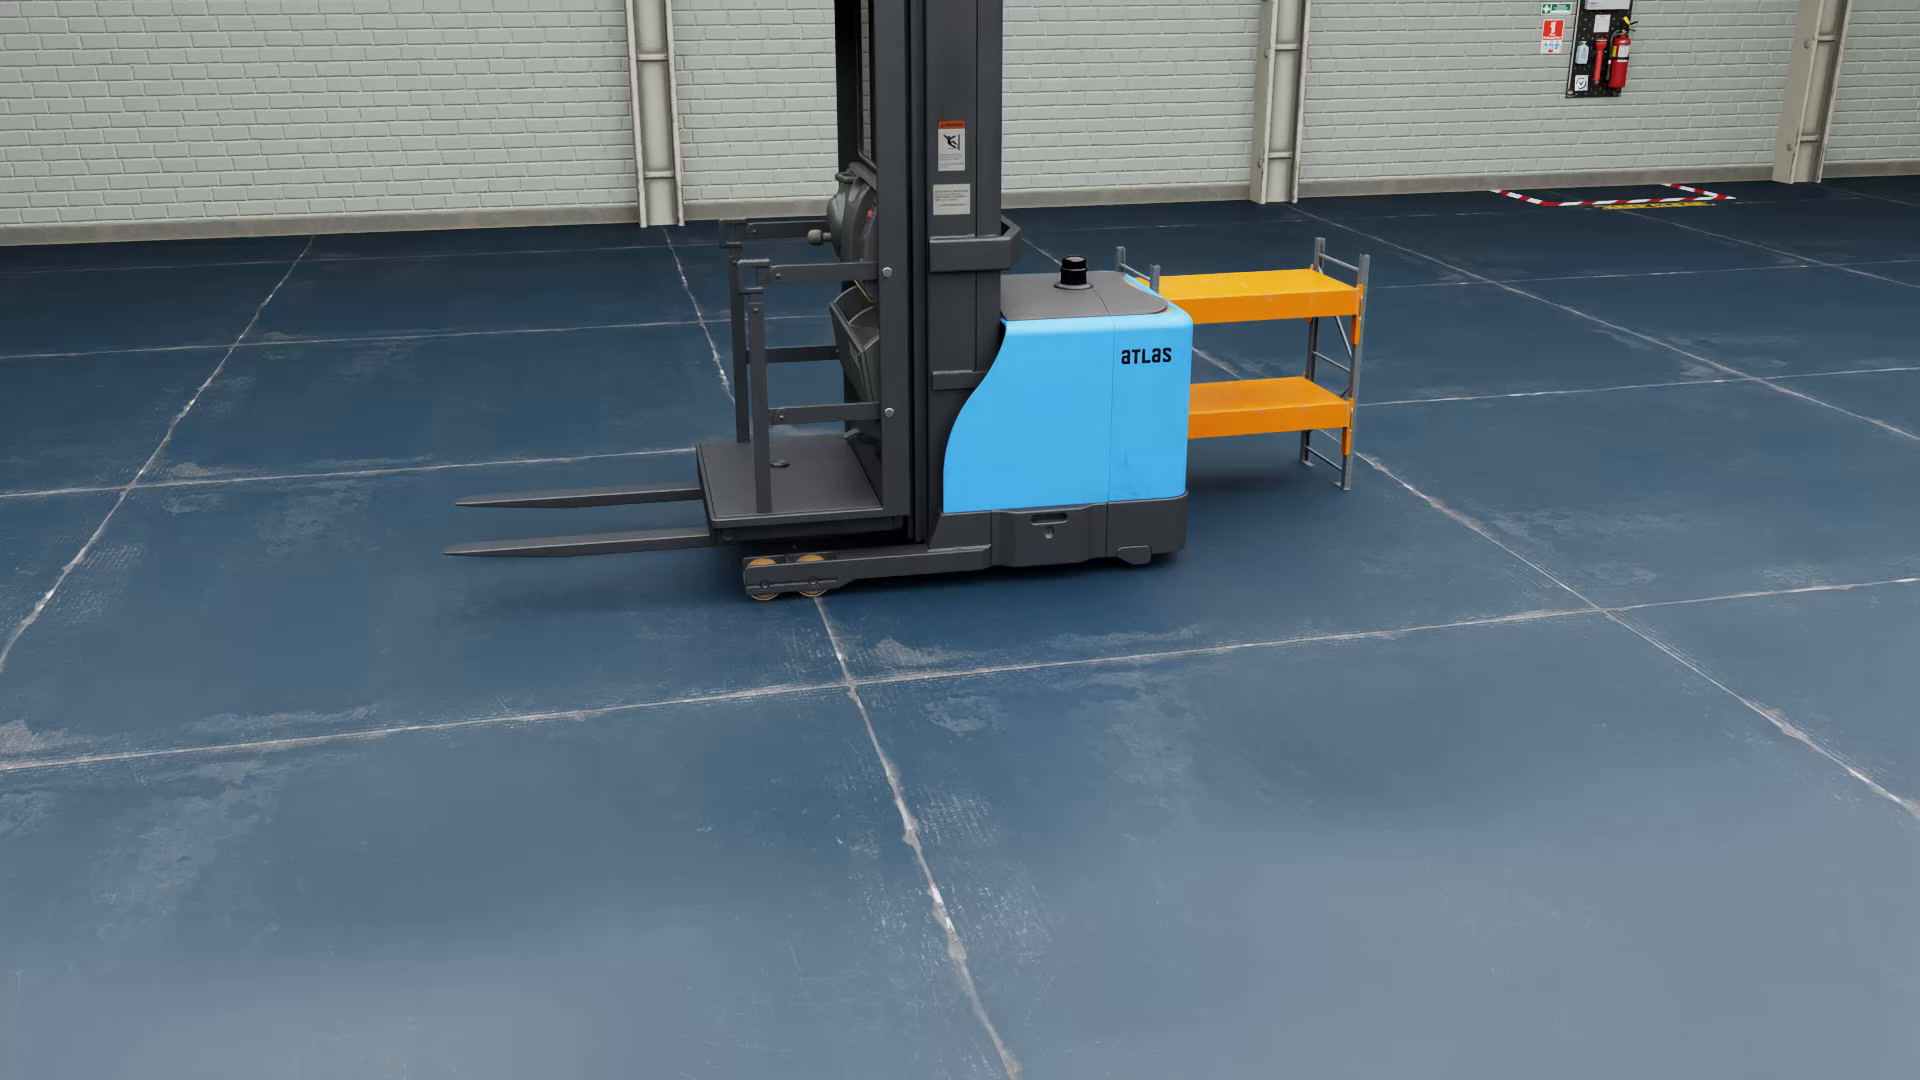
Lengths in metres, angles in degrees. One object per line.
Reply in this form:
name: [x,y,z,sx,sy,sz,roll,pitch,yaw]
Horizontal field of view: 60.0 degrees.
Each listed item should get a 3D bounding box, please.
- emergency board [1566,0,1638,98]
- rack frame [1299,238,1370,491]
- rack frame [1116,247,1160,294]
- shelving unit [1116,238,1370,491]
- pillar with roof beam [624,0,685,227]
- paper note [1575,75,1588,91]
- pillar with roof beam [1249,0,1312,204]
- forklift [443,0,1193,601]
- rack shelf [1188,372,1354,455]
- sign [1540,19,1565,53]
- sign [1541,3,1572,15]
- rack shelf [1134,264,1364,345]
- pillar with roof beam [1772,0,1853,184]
emergency board: [6.533,-5.071,16.796,0.643,1.169,0.194,-5,21,-12]
rack frame: [1.793,-0.849,7.997,0.032,1.125,0.500,-5,21,-13]
rack frame: [0.808,-0.762,7.760,0.032,1.125,0.500,-5,21,-13]
shelving unit: [1.300,-0.806,7.878,1.048,1.125,0.538,-5,21,-13]
pillar with roof beam: [-1.741,-5.680,9.737,0.400,9.000,9.100,-5,21,-12]
paper note: [6.345,-4.666,16.972,0.142,0.148,0.016,-5,21,-12]
pillar with roof beam: [4.098,-6.154,11.033,0.400,9.000,9.100,-5,21,-12]
forklift: [-0.614,-1.332,6.691,3.031,2.935,1.130,-4,21,-11]
rack shelf: [1.300,-0.576,7.962,1.000,0.278,0.538,-5,21,-13]
sign: [5.971,-5.078,16.765,0.234,0.329,0.001,-5,21,-12]
sign: [5.978,-5.324,16.666,0.331,0.109,0.001,-5,21,-12]
rack shelf: [1.300,-1.080,7.778,1.000,0.278,0.538,-5,21,-13]
pillar with roof beam: [9.937,-6.629,12.329,0.400,9.000,9.100,-5,21,-12]
